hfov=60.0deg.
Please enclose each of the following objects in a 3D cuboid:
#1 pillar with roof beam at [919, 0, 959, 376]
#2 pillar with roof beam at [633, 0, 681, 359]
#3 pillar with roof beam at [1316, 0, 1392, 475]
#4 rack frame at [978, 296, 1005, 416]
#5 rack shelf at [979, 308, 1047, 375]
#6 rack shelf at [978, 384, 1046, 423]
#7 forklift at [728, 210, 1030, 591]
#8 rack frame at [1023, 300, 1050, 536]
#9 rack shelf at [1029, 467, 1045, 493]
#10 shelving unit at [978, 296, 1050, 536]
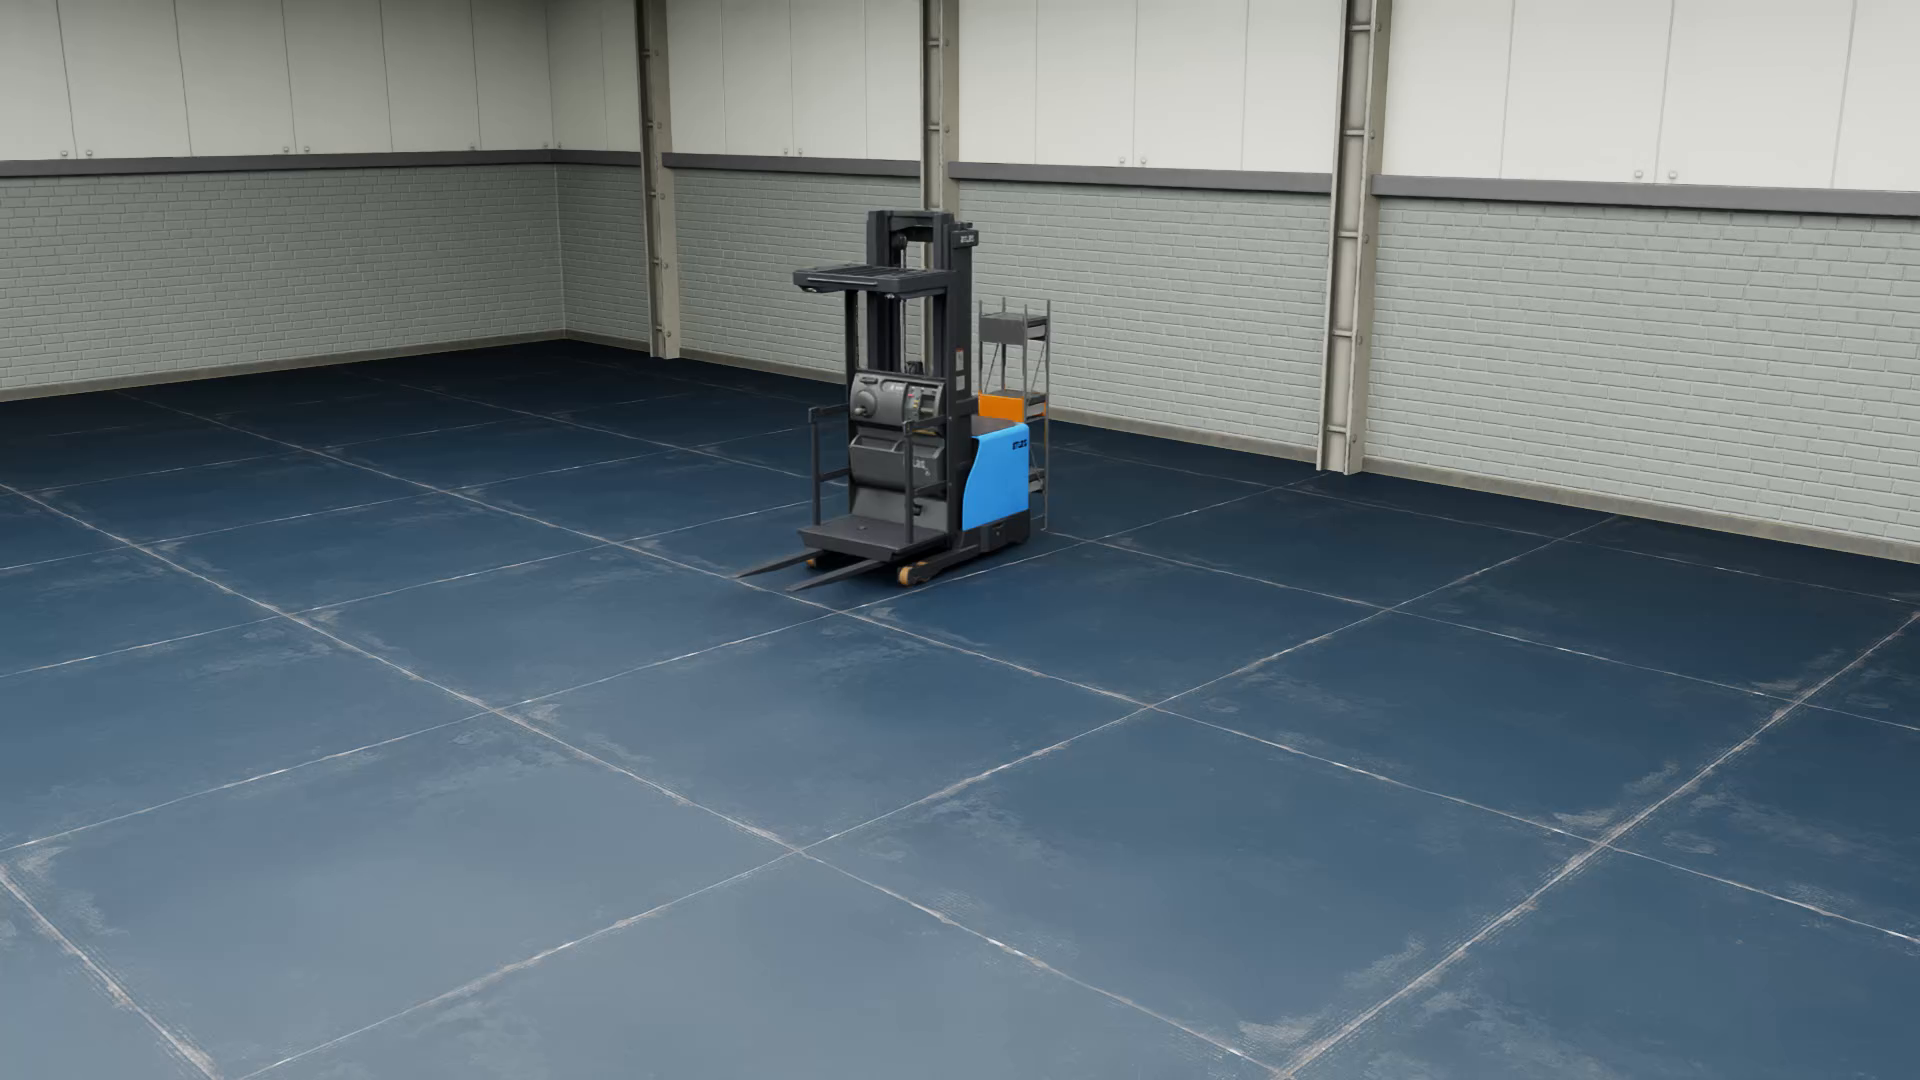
[{"bbox_3d":[-3.245,-5.371,17.697,0.400,9.000,9.100,14,20,42],"label":"pillar with roof beam"},{"bbox_3d":[-7.565,-6.421,21.727,0.400,9.000,9.100,14,20,42],"label":"pillar with roof beam"},{"bbox_3d":[1.074,-4.321,13.667,0.400,9.000,9.100,14,20,42],"label":"pillar with roof beam"},{"bbox_3d":[0.288,-1.152,15.190,0.015,2.100,0.400,10,18,35],"label":"rack frame"},{"bbox_3d":[0.485,-1.780,14.878,0.480,0.518,0.431,10,18,35],"label":"rack shelf"},{"bbox_3d":[0.485,-1.103,15.054,0.480,0.518,0.431,10,18,35],"label":"rack shelf"},{"bbox_3d":[-0.650,-1.177,13.638,1.130,2.935,3.031,10,18,35],"label":"forklift"},{"bbox_3d":[0.682,-1.080,14.911,0.015,2.100,0.400,10,18,35],"label":"rack frame"},{"bbox_3d":[0.485,-0.425,15.231,0.480,0.518,0.431,10,18,35],"label":"rack shelf"},{"bbox_3d":[0.485,-1.116,15.051,0.503,2.100,0.431,10,18,35],"label":"shelving unit"}]
